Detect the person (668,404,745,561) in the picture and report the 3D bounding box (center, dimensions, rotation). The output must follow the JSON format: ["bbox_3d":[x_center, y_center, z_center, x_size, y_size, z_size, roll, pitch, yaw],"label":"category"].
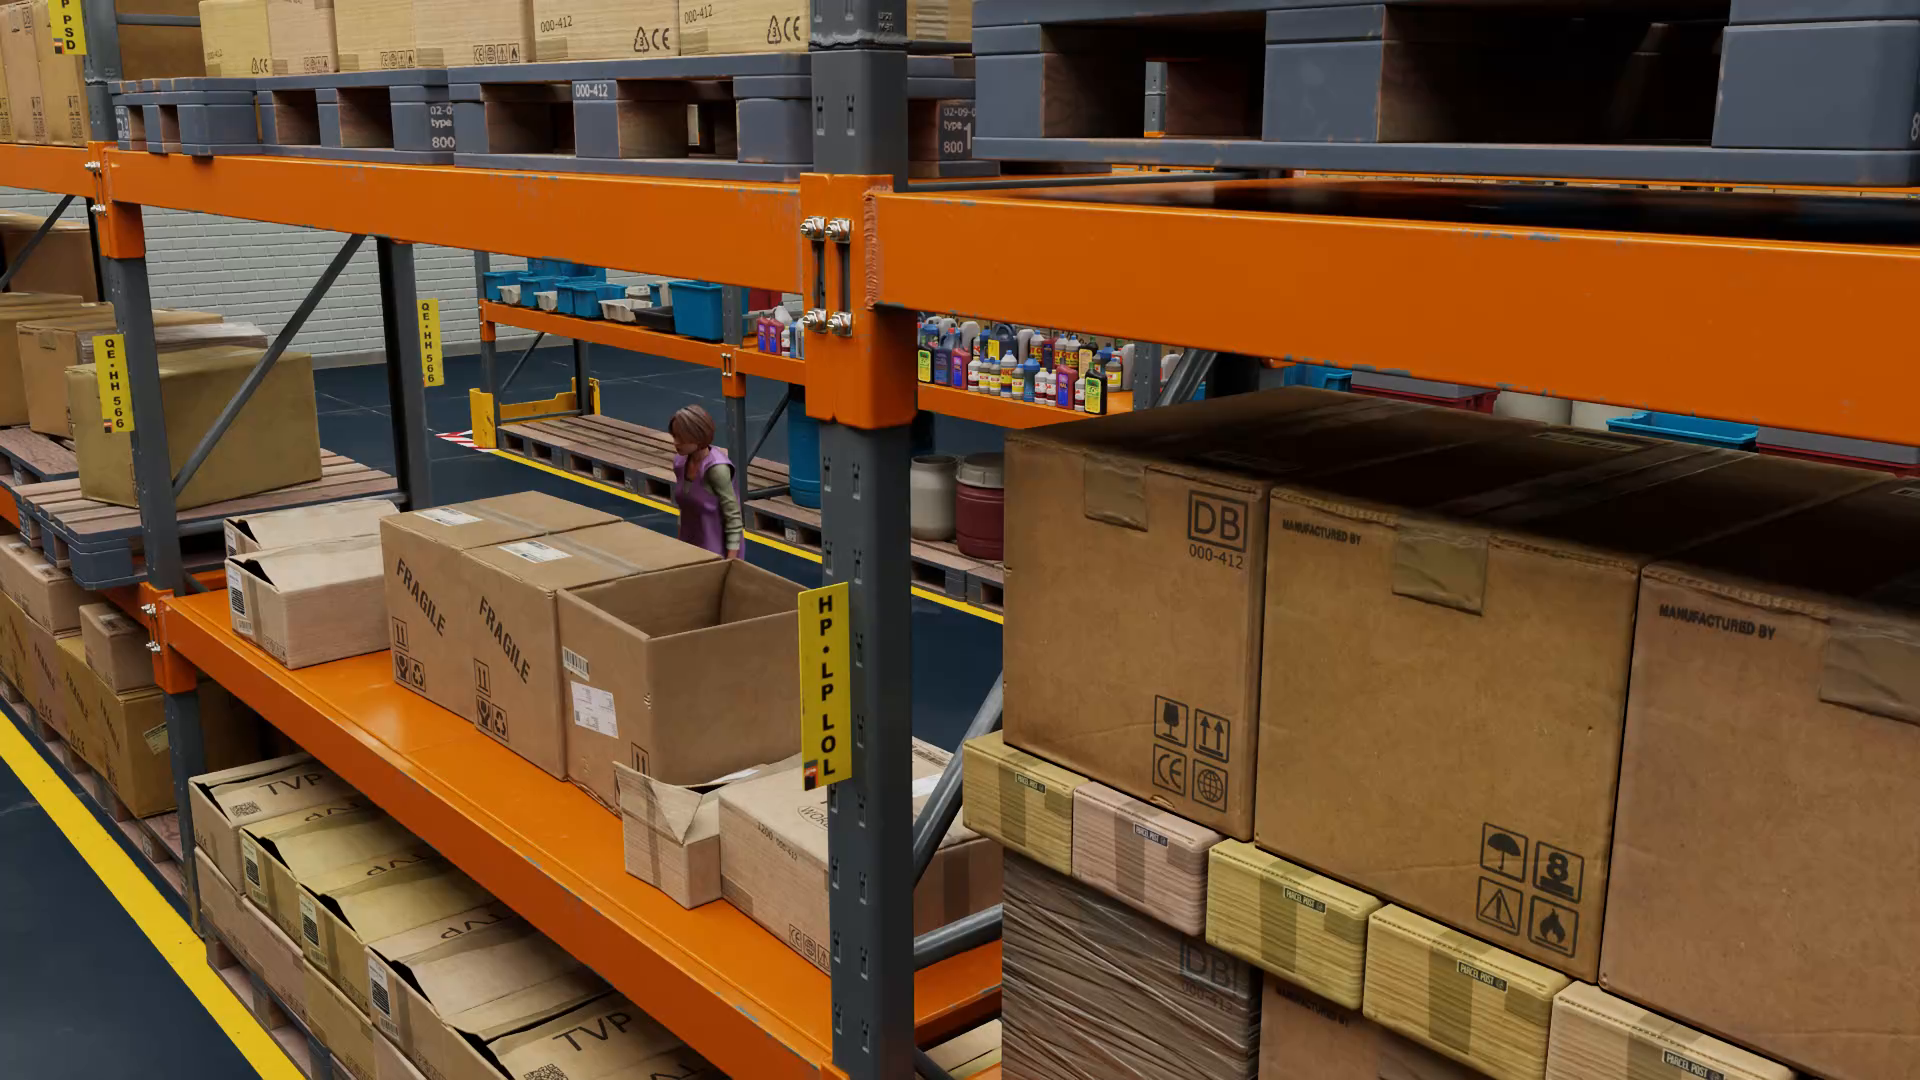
[{"bbox_3d":[-1.231,0.125,8.042,0.347,1.592,0.473,-13,20,-42],"label":"person"}]
